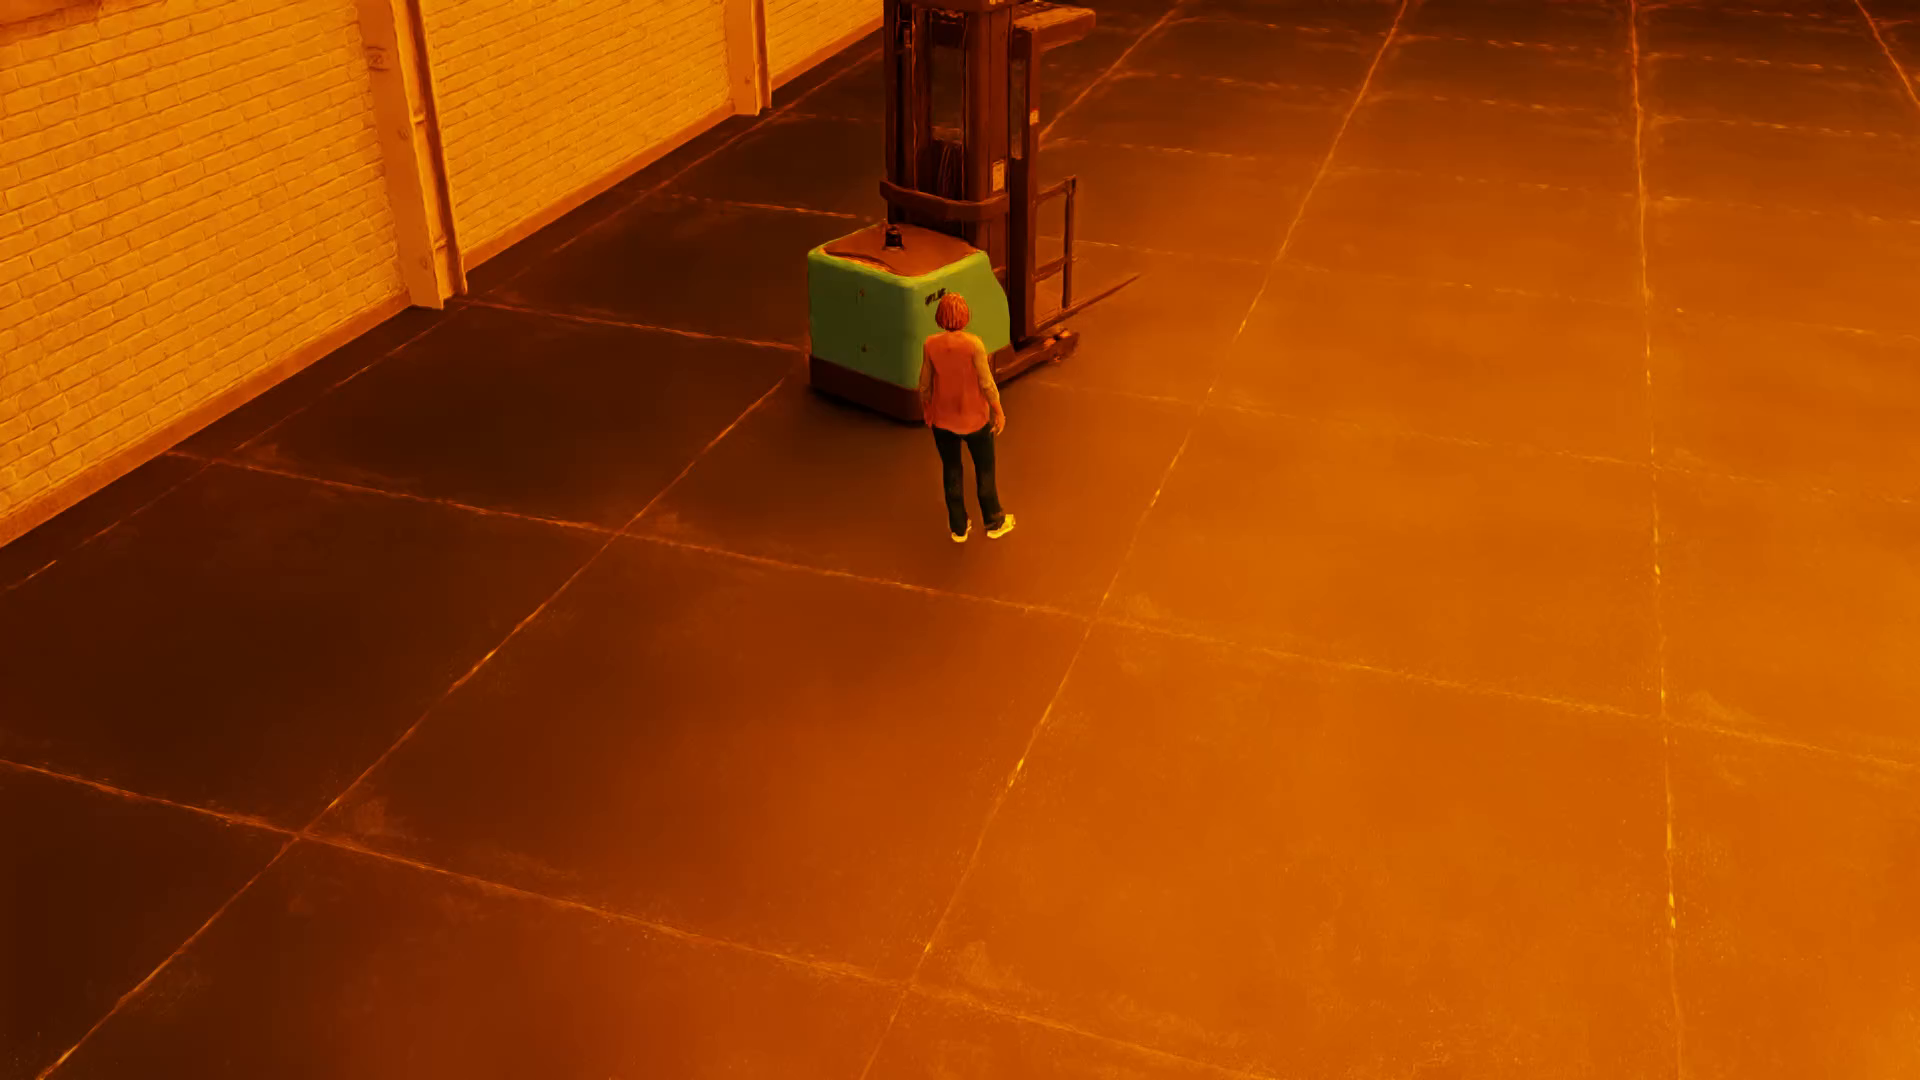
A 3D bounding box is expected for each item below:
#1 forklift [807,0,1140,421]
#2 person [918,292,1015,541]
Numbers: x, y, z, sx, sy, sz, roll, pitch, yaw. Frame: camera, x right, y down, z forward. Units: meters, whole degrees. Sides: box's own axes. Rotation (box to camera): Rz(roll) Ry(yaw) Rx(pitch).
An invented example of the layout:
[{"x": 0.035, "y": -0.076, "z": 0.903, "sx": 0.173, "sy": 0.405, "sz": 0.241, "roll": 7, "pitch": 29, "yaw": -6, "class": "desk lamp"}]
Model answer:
[{"x": 0.243, "y": -2.751, "z": 11.963, "sx": 1.130, "sy": 2.935, "sz": 3.031, "roll": 22, "pitch": 36, "yaw": 33, "class": "forklift"}, {"x": 0.037, "y": -0.733, "z": 9.754, "sx": 0.520, "sy": 1.597, "sz": 0.474, "roll": 10, "pitch": 31, "yaw": 16, "class": "person"}]
